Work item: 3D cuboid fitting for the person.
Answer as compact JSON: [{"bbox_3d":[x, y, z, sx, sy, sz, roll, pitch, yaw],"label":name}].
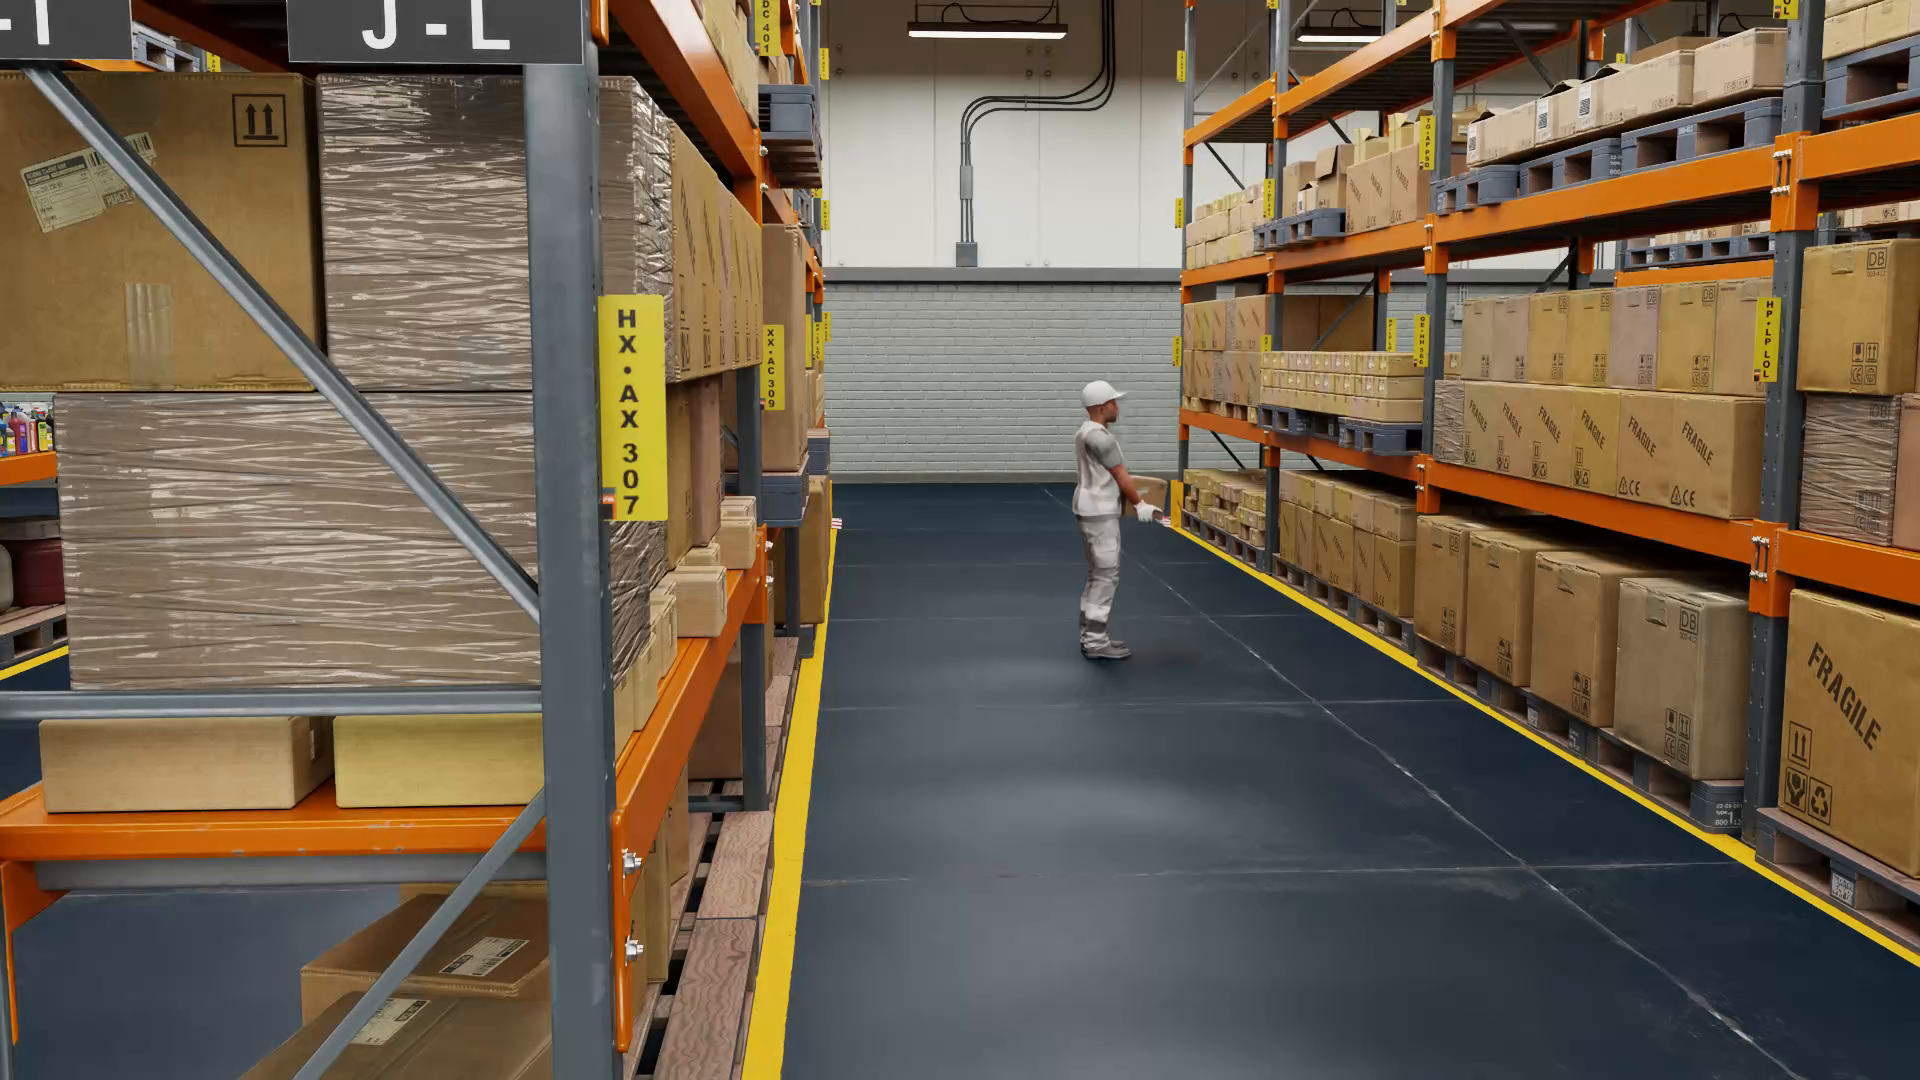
[{"bbox_3d":[1.014,-0.139,10.813,0.561,1.787,0.495,0,7,-4],"label":"person"}]
